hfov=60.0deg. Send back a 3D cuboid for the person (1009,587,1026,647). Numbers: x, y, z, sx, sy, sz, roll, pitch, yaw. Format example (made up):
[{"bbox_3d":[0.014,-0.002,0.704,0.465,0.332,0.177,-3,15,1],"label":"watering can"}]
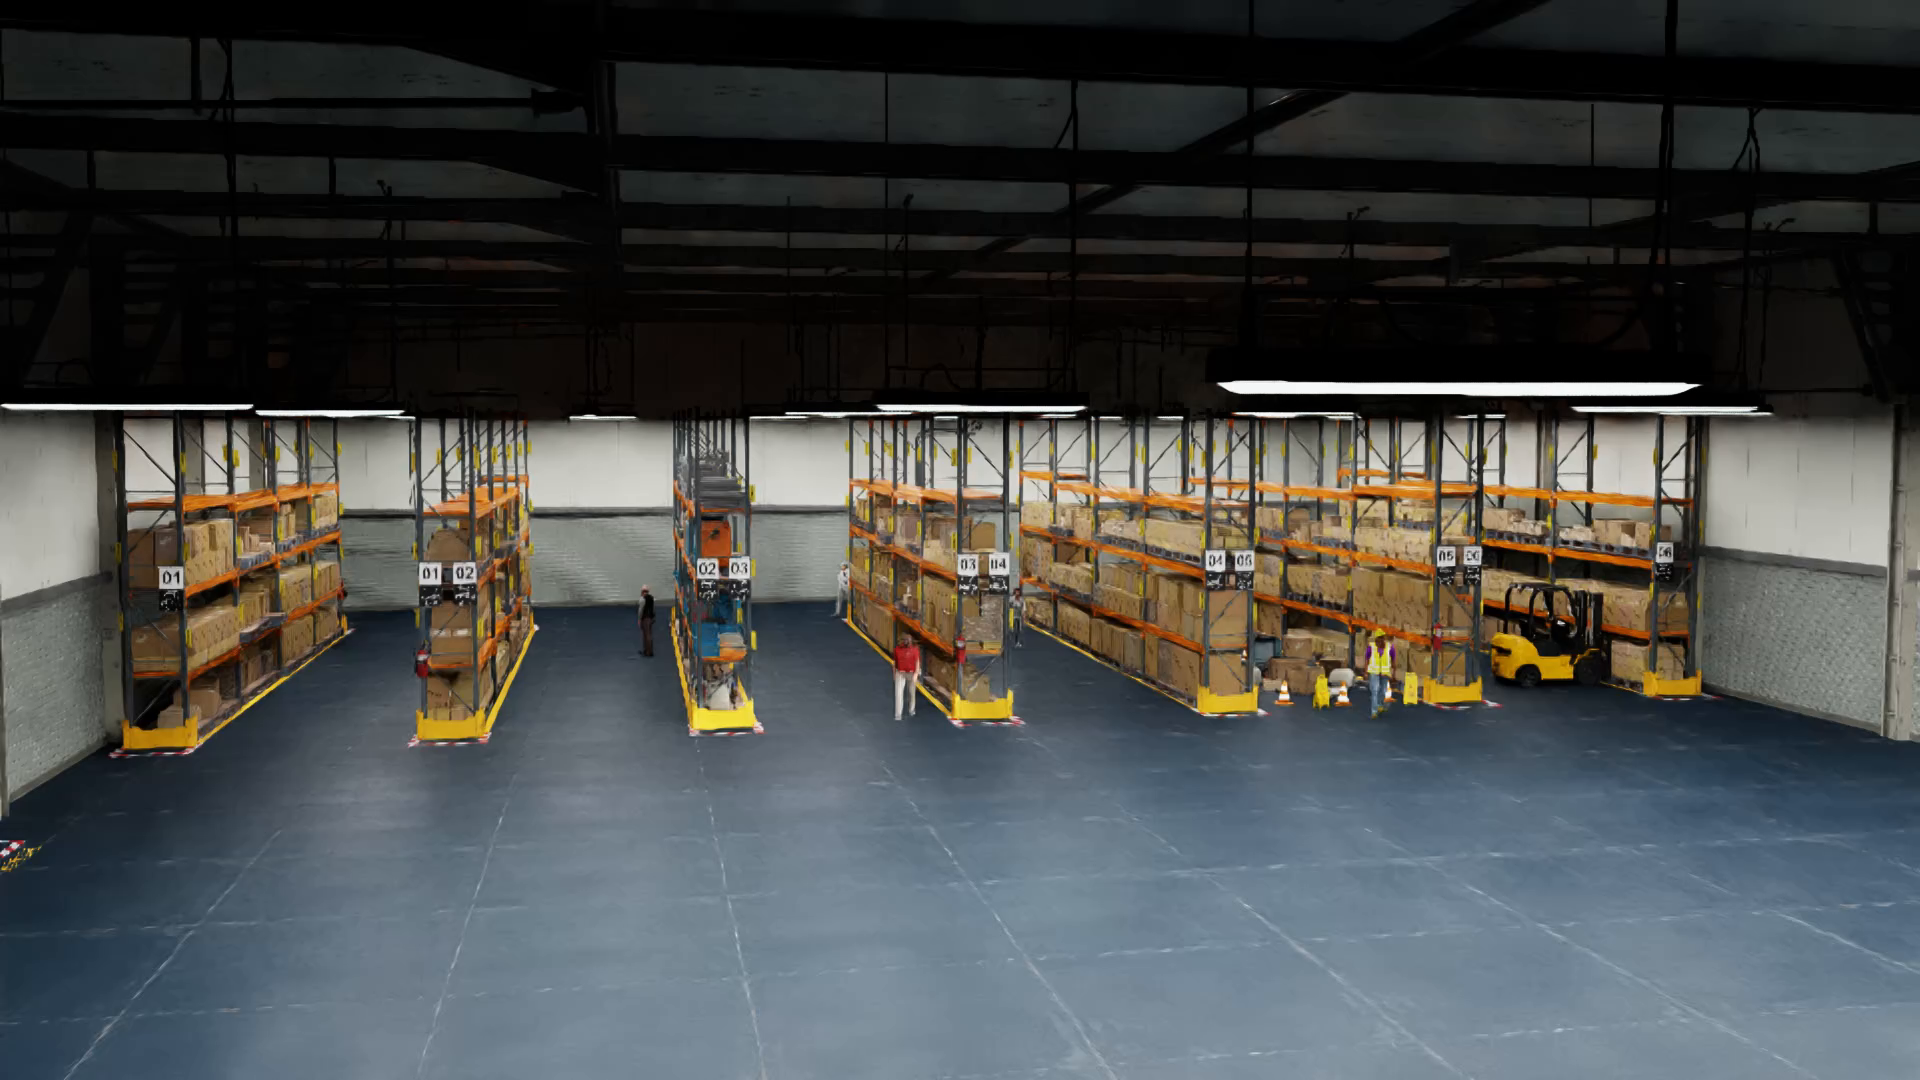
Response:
[{"bbox_3d":[1.406,1.957,42.240,0.566,1.541,0.519,-1,4,-14],"label":"person"}]

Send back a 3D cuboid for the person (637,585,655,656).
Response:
[{"bbox_3d":[-7.702,1.957,40.664,0.576,1.718,0.626,1,4,16],"label":"person"}]

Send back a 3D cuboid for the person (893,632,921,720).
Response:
[{"bbox_3d":[-1.023,2.600,31.985,0.535,1.657,1.020,0,4,-2],"label":"person"}]

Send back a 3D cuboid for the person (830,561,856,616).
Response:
[{"bbox_3d":[-3.385,1.430,48.735,0.612,1.633,0.716,3,5,39],"label":"person"}]

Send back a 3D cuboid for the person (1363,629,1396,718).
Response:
[{"bbox_3d":[8.140,2.571,32.246,0.592,1.728,0.940,0,4,4],"label":"person"}]
